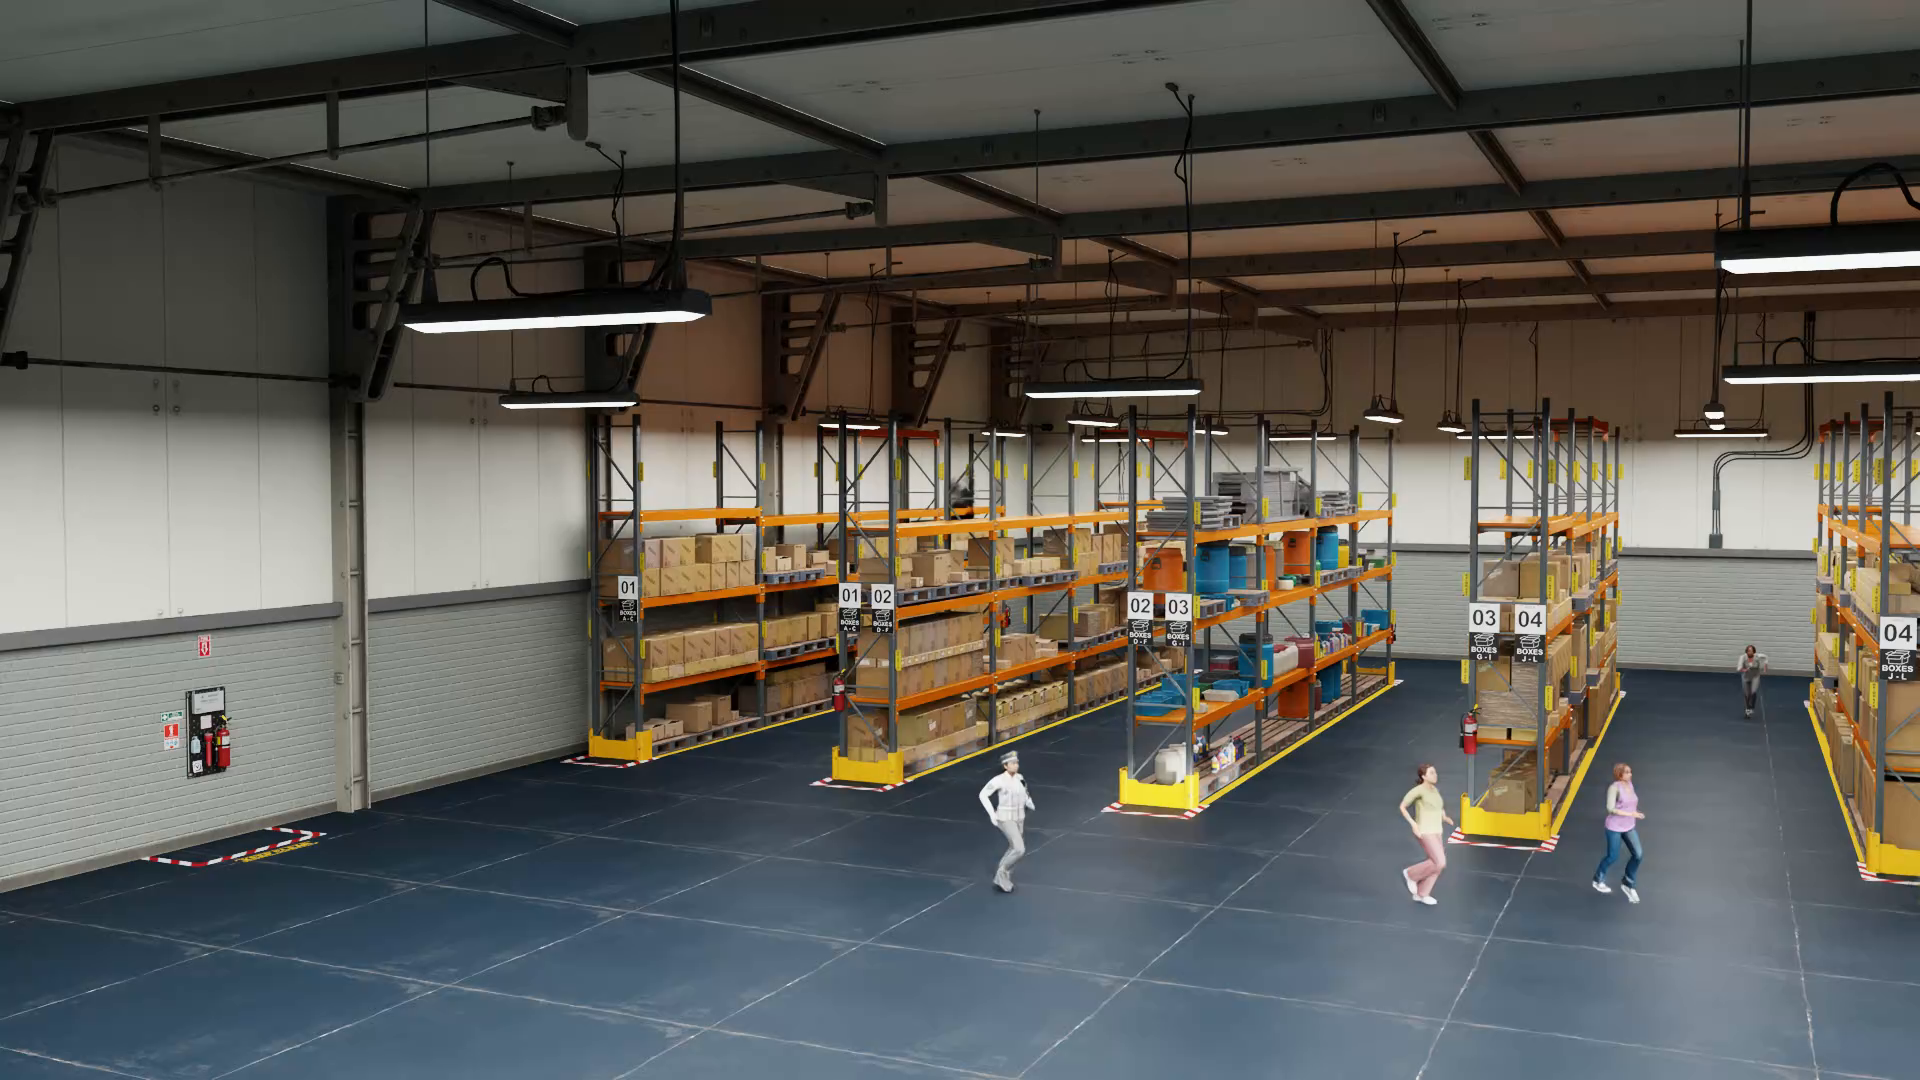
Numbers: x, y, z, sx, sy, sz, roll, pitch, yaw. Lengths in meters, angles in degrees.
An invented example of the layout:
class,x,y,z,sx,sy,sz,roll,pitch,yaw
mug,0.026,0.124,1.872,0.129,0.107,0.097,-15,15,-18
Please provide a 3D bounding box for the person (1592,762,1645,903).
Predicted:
class,x,y,z,sx,sy,sz,roll,pitch,yaw
person,7.722,3.408,19.418,0.556,1.646,0.705,-1,3,-28

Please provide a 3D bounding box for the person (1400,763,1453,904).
class,x,y,z,sx,sy,sz,roll,pitch,yaw
person,5.430,3.394,19.232,0.575,1.627,0.540,-2,3,-40

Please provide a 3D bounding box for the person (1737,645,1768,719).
class,x,y,z,sx,sy,sz,roll,pitch,yaw
person,16.072,2.863,33.732,0.566,1.516,0.878,1,3,27

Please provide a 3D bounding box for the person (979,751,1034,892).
class,x,y,z,sx,sy,sz,roll,pitch,yaw
person,0.625,3.338,19.760,0.644,1.670,0.593,2,3,44
